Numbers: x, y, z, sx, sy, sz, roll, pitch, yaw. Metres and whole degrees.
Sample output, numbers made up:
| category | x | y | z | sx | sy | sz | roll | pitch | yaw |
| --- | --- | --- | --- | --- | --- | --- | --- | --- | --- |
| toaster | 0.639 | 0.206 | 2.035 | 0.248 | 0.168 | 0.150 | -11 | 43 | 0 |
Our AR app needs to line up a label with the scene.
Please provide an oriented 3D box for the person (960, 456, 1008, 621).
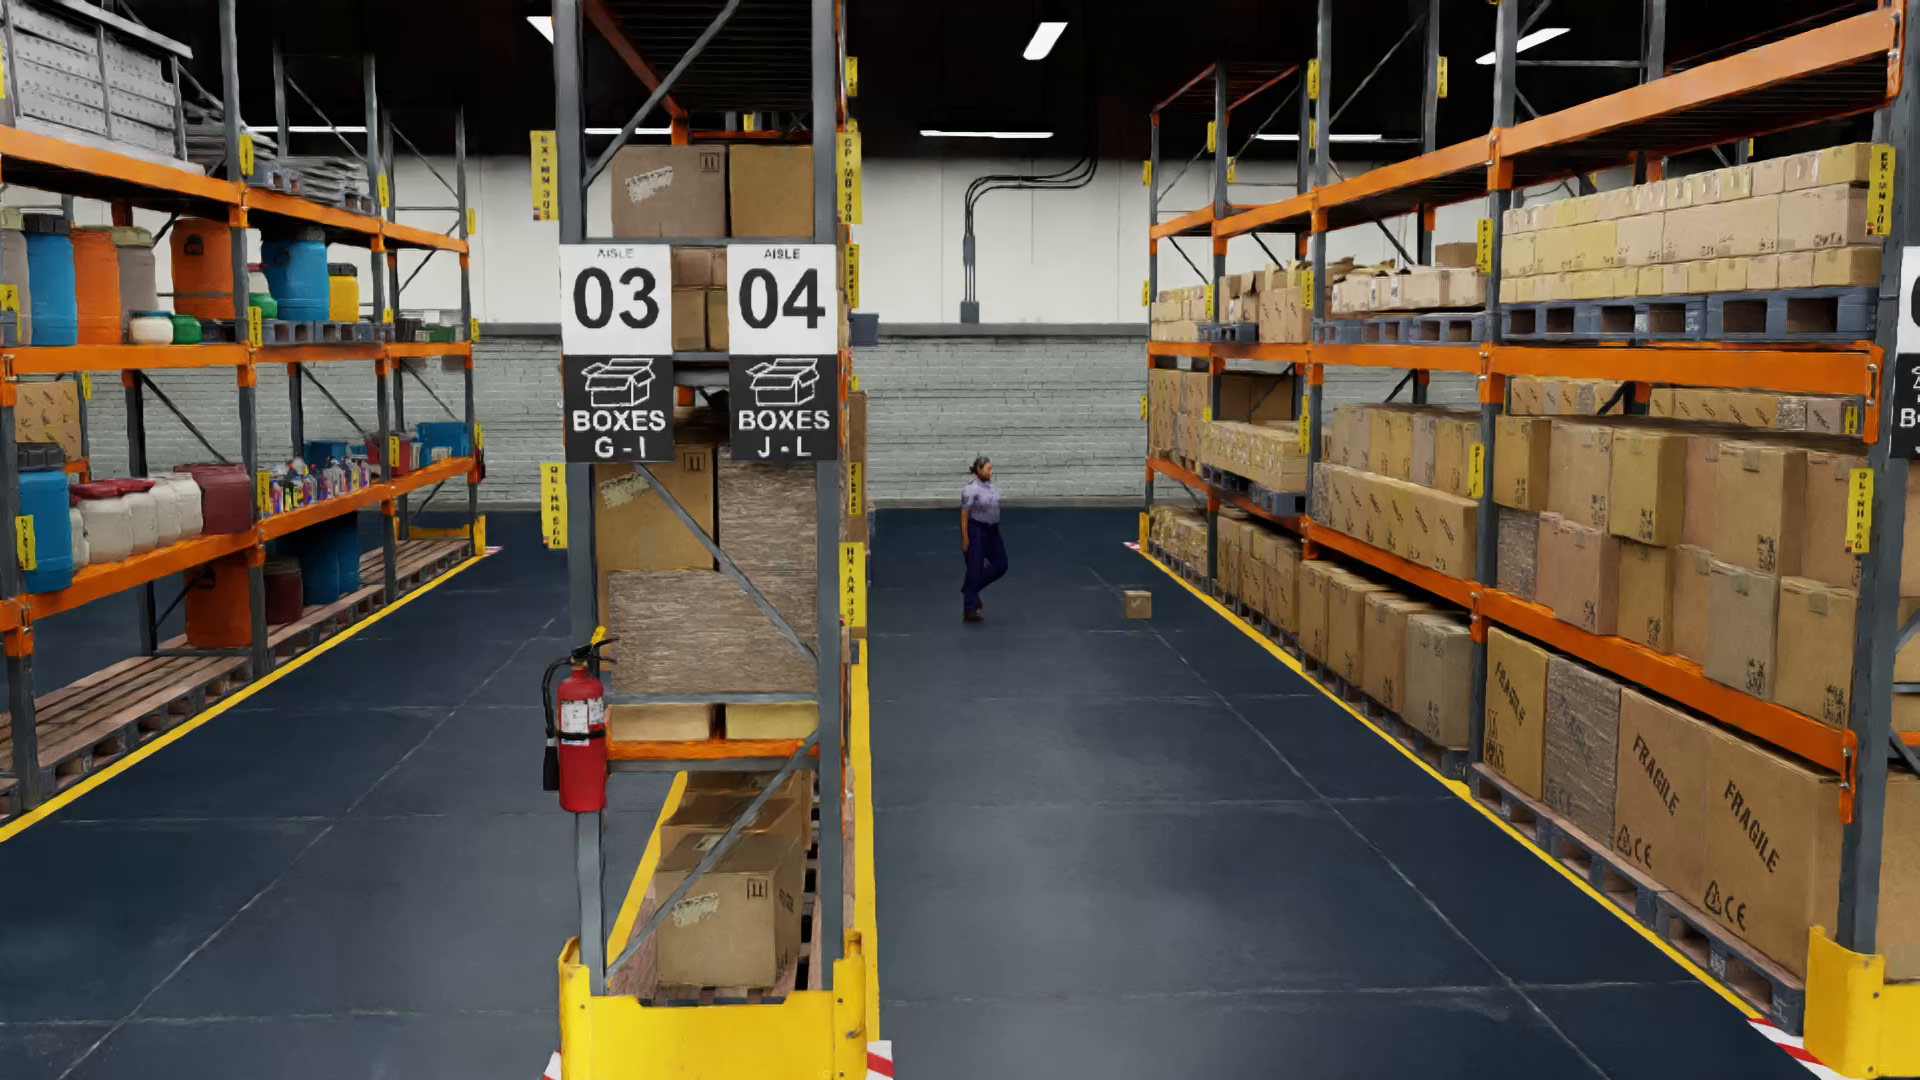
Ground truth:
| category | x | y | z | sx | sy | sz | roll | pitch | yaw |
| --- | --- | --- | --- | --- | --- | --- | --- | --- | --- |
| person | 0.172 | -0.032 | 17.007 | 0.495 | 1.632 | 0.606 | 5 | 9 | 36 |
